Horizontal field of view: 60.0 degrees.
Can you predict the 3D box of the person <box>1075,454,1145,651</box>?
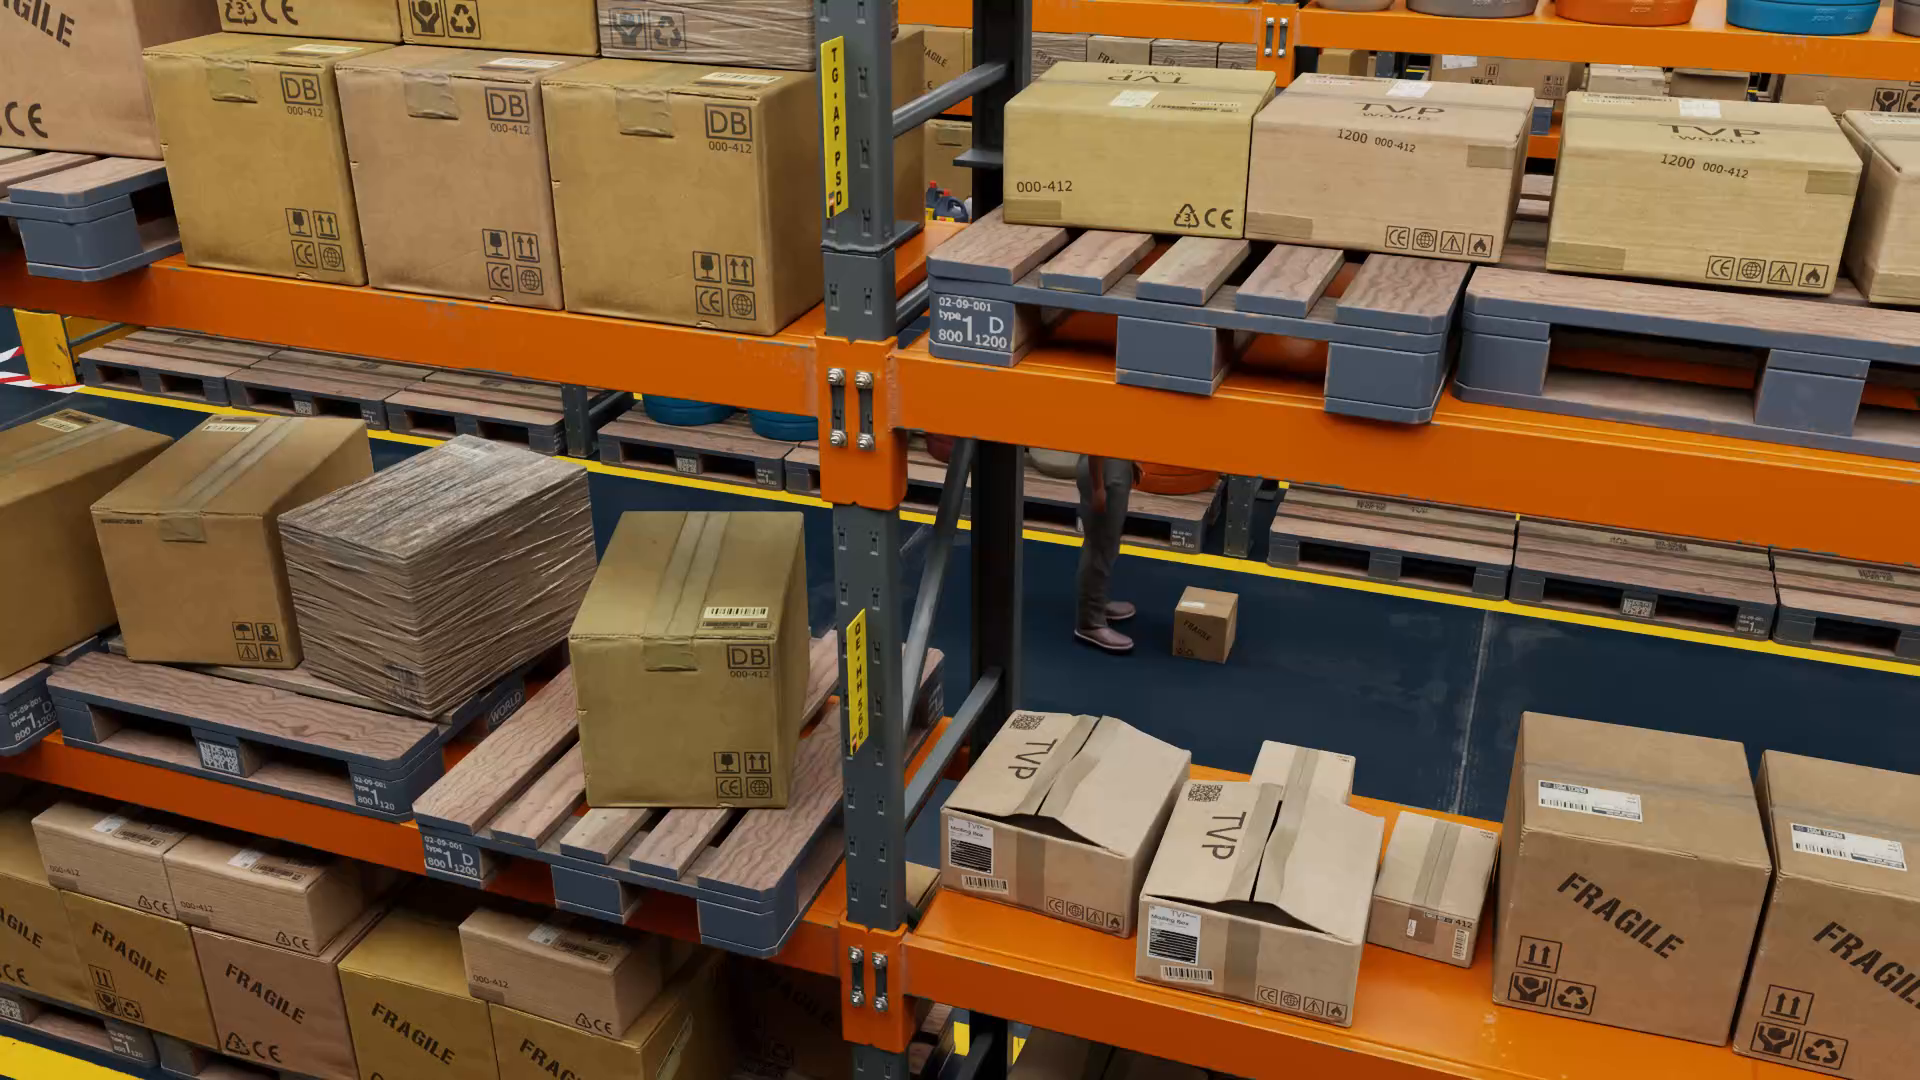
[{"bbox_3d":[0.704,-0.315,7.741,0.322,1.650,0.470,5,26,11],"label":"person"}]
